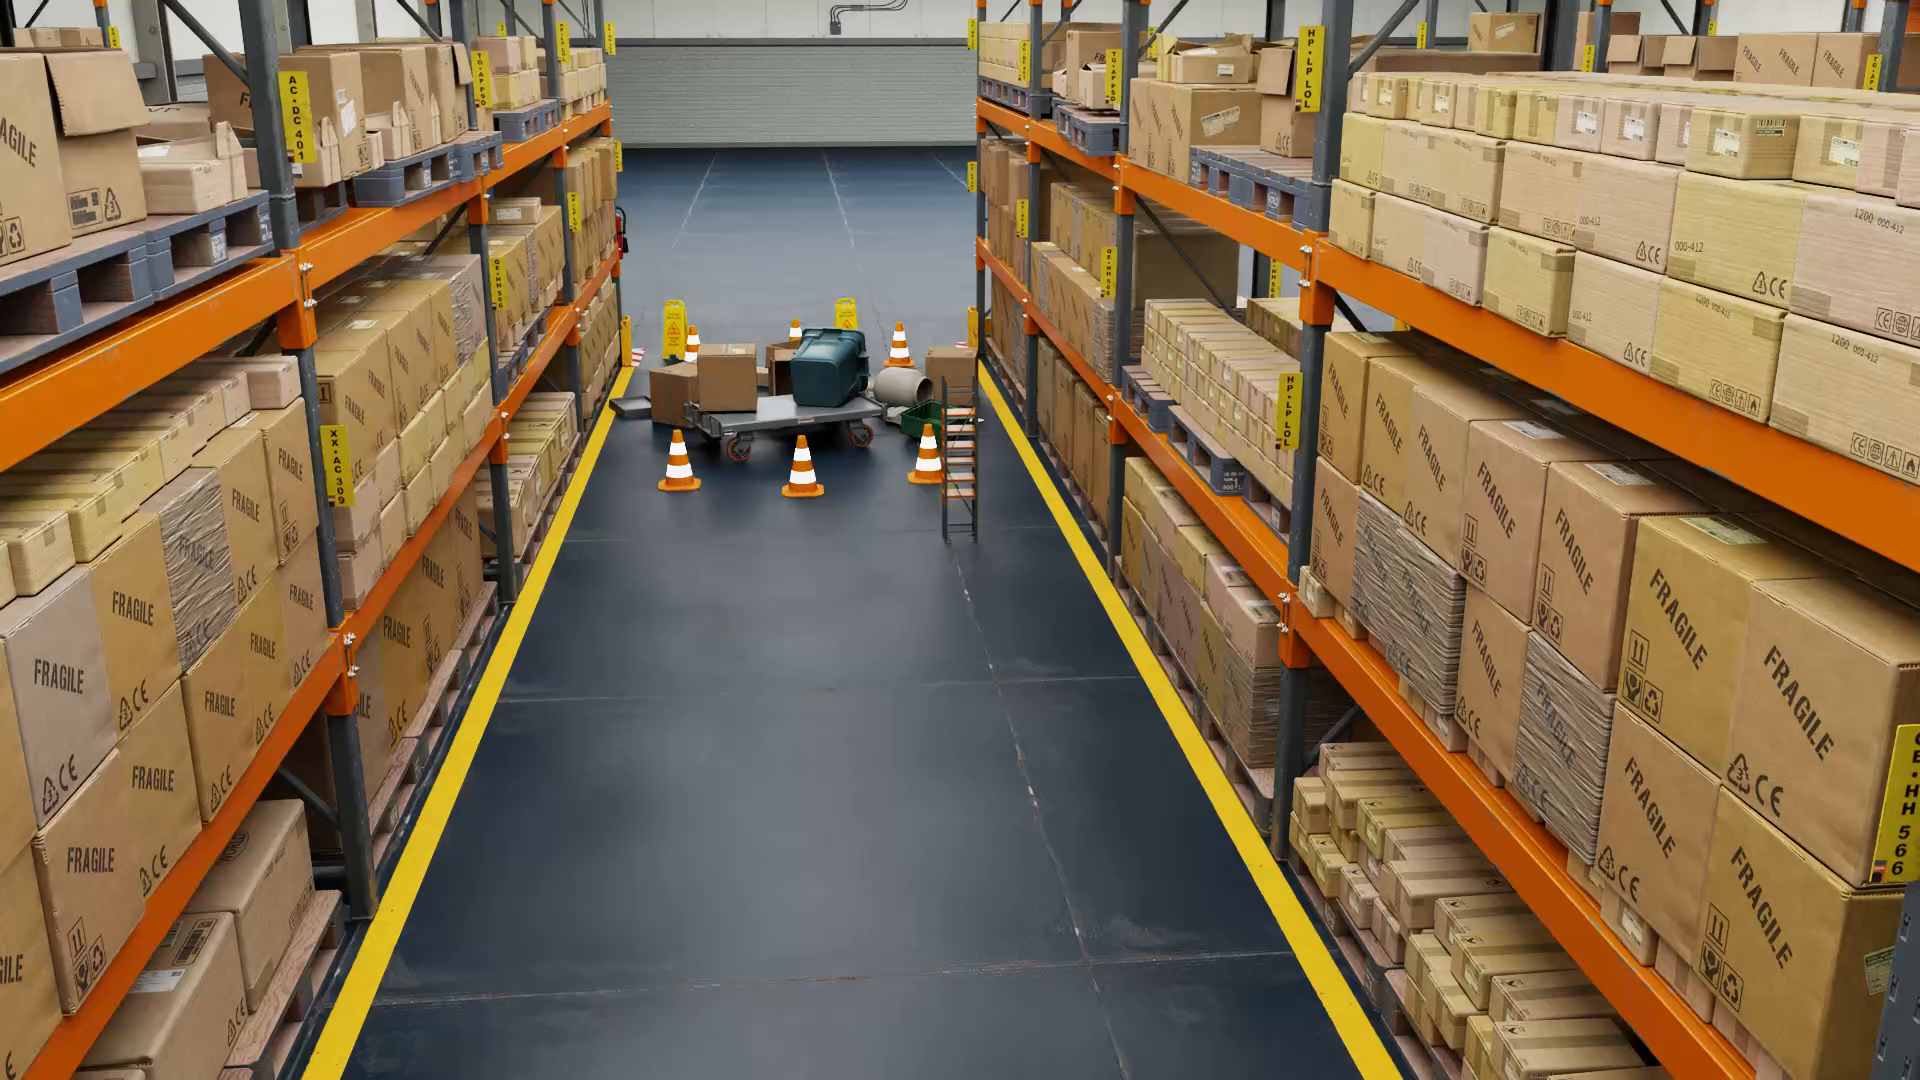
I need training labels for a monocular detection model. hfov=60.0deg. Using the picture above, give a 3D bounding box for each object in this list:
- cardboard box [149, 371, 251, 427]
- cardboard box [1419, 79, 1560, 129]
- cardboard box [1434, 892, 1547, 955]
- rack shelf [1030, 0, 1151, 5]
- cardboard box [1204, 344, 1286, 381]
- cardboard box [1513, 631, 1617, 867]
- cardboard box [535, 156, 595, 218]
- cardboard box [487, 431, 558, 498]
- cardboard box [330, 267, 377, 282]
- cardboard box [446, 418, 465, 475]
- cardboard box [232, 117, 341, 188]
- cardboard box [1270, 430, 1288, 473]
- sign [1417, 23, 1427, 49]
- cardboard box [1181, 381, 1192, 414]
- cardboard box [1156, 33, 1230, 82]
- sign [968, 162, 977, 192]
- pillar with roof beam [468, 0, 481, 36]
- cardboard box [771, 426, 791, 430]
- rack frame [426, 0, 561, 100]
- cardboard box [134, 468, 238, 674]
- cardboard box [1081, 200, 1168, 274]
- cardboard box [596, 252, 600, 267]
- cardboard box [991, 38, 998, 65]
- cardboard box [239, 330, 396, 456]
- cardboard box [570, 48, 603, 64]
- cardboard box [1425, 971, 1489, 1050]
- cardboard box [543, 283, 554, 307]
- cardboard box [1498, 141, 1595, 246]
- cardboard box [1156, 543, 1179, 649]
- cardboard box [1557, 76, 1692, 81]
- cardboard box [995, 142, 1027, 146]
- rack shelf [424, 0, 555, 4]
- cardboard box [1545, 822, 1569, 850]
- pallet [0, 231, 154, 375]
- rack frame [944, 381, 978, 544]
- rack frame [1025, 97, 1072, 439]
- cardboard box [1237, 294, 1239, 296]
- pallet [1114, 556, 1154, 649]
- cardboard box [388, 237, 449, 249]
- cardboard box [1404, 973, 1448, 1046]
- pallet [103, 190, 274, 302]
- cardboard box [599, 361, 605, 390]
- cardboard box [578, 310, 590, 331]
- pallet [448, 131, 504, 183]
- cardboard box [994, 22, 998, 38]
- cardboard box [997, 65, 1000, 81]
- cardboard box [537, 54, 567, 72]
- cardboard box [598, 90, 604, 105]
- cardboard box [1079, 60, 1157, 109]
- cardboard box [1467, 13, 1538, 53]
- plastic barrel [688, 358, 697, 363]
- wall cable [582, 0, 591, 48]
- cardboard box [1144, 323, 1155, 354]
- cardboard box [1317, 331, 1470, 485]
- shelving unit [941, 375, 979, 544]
[{"bbox_3d":[-2.720,-0.490,5.811,0.380,0.149,0.250,-1,17,-4],"label":"cardboard box"},{"bbox_3d":[1.773,-1.463,5.571,0.380,0.149,0.250,-2,18,-7],"label":"cardboard box"},{"bbox_3d":[1.904,1.374,5.858,0.380,0.149,0.250,-3,18,-8],"label":"cardboard box"},{"bbox_3d":[1.306,-4.119,12.141,1.077,0.370,4.000,-2,18,-6],"label":"rack shelf"},{"bbox_3d":[1.527,-0.949,8.918,0.380,0.149,0.250,-2,18,-6],"label":"cardboard box"},{"bbox_3d":[1.926,0.569,4.693,0.500,0.500,0.500,-2,18,-5],"label":"cardboard box"},{"bbox_3d":[-3.674,-3.160,14.903,0.700,0.500,0.500,-2,18,-5],"label":"cardboard box"},{"bbox_3d":[-3.605,-0.572,12.679,0.950,0.372,0.625,-1,17,-4],"label":"cardboard box"},{"bbox_3d":[-3.532,-1.234,9.264,0.500,0.500,0.500,-2,18,-5],"label":"cardboard box"},{"bbox_3d":[-2.986,-0.495,8.996,0.500,0.250,0.500,-2,18,-6],"label":"cardboard box"},{"bbox_3d":[-2.691,-1.547,6.612,0.396,0.266,0.258,-2,18,-6],"label":"cardboard box"},{"bbox_3d":[1.660,-0.416,7.716,0.380,0.149,0.250,-2,18,-5],"label":"cardboard box"},{"bbox_3d":[5.092,-5.532,18.324,0.100,0.325,0.005,-2,18,-6],"label":"sign"},{"bbox_3d":[1.473,-0.816,9.485,0.380,0.149,0.250,-1,17,-4],"label":"cardboard box"},{"bbox_3d":[1.333,-2.756,9.495,0.396,0.266,0.258,-2,18,-6],"label":"cardboard box"},{"bbox_3d":[0.135,-4.013,18.376,0.100,0.325,0.005,-2,18,-6],"label":"sign"},{"bbox_3d":[-8.799,-14.938,44.737,9.100,9.000,0.400,-2,18,-6],"label":"pillar with roof beam"},{"bbox_3d":[-1.762,-1.208,15.581,0.396,0.266,0.258,16,24,42],"label":"cardboard box"},{"bbox_3d":[-3.813,-5.065,13.288,1.000,3.000,0.127,-2,18,-6],"label":"rack frame"},{"bbox_3d":[-2.558,0.090,5.045,0.500,0.500,0.500,-2,17,-5],"label":"cardboard box"},{"bbox_3d":[1.315,-2.309,12.688,0.700,0.500,0.500,-2,18,-6],"label":"cardboard box"},{"bbox_3d":[-3.773,-2.791,16.480,0.380,0.149,0.250,-2,18,-6],"label":"cardboard box"},{"bbox_3d":[0.588,-4.874,16.573,0.500,0.250,0.500,-2,18,-6],"label":"cardboard box"},{"bbox_3d":[-2.827,-0.635,7.356,0.500,0.500,0.500,-2,18,-6],"label":"cardboard box"},{"bbox_3d":[-3.897,-4.995,17.160,0.380,0.149,0.250,-2,18,-5],"label":"cardboard box"},{"bbox_3d":[1.814,1.592,5.661,0.380,0.149,0.250,-2,18,-5],"label":"cardboard box"},{"bbox_3d":[-3.384,-1.908,12.966,0.380,0.149,0.250,-2,18,-5],"label":"cardboard box"},{"bbox_3d":[1.893,-0.994,4.744,0.500,0.250,0.500,-3,18,-8],"label":"cardboard box"},{"bbox_3d":[1.445,0.319,9.626,0.500,0.500,0.500,-2,18,-7],"label":"cardboard box"},{"bbox_3d":[2.334,-1.556,5.869,0.380,0.149,0.250,-2,18,-6],"label":"cardboard box"},{"bbox_3d":[0.836,-3.892,17.513,0.875,0.550,0.550,-2,18,-6],"label":"cardboard box"},{"bbox_3d":[-3.607,-3.936,11.558,1.077,0.370,4.000,-2,18,-6],"label":"rack shelf"},{"bbox_3d":[1.978,0.834,4.932,0.380,0.149,0.250,-3,18,-8],"label":"cardboard box"},{"bbox_3d":[-2.791,-0.602,4.226,1.003,0.211,1.213,-2,18,-6],"label":"pallet"},{"bbox_3d":[0.008,-0.549,11.924,0.240,1.200,0.006,-2,18,-6],"label":"rack frame"},{"bbox_3d":[1.100,-2.386,14.770,1.000,3.000,0.127,-2,18,-6],"label":"rack frame"},{"bbox_3d":[1.680,-1.536,11.894,0.500,0.500,0.500,-2,18,-6],"label":"cardboard box"},{"bbox_3d":[1.592,0.369,10.650,1.003,0.211,1.213,-2,18,-6],"label":"pallet"},{"bbox_3d":[-3.841,-1.832,11.641,0.500,0.500,0.500,-3,18,-9],"label":"cardboard box"},{"bbox_3d":[1.818,1.661,5.938,0.380,0.149,0.250,-2,18,-7],"label":"cardboard box"},{"bbox_3d":[-2.914,-0.964,5.382,1.003,0.211,1.213,-2,18,-6],"label":"pallet"},{"bbox_3d":[-3.729,-1.592,16.131,0.500,0.250,0.500,-2,18,-6],"label":"cardboard box"},{"bbox_3d":[-3.559,-1.982,15.037,0.380,0.149,0.250,-2,17,-5],"label":"cardboard box"},{"bbox_3d":[-3.281,-2.162,9.364,1.213,0.211,1.003,-1,17,-3],"label":"pallet"},{"bbox_3d":[0.535,-5.030,16.403,0.380,0.149,0.250,-2,18,-6],"label":"cardboard box"},{"bbox_3d":[0.561,-4.573,16.280,0.380,0.149,0.250,-2,18,-5],"label":"cardboard box"},{"bbox_3d":[-3.577,-4.075,14.231,0.380,0.149,0.250,-1,17,-4],"label":"cardboard box"},{"bbox_3d":[-3.852,-4.535,17.027,0.380,0.149,0.250,-2,18,-5],"label":"cardboard box"},{"bbox_3d":[1.107,-3.133,11.423,0.500,0.311,0.500,-2,18,-6],"label":"cardboard box"},{"bbox_3d":[5.516,-5.110,16.939,0.500,0.500,0.500,-2,18,-6],"label":"cardboard box"},{"bbox_3d":[-2.507,-1.597,16.558,0.512,0.421,0.421,11,21,32],"label":"plastic barrel"},{"bbox_3d":[-12.070,-14.243,47.704,3.097,2.526,0.112,-2,18,-6],"label":"wall cable"},{"bbox_3d":[1.363,-1.267,10.426,0.380,0.149,0.250,-1,17,-3],"label":"cardboard box"},{"bbox_3d":[1.730,-0.527,6.517,0.500,0.500,0.500,-1,17,-4],"label":"cardboard box"},{"bbox_3d":[-0.002,-0.577,12.011,0.258,1.200,0.189,-2,18,-6],"label":"shelving unit"}]
